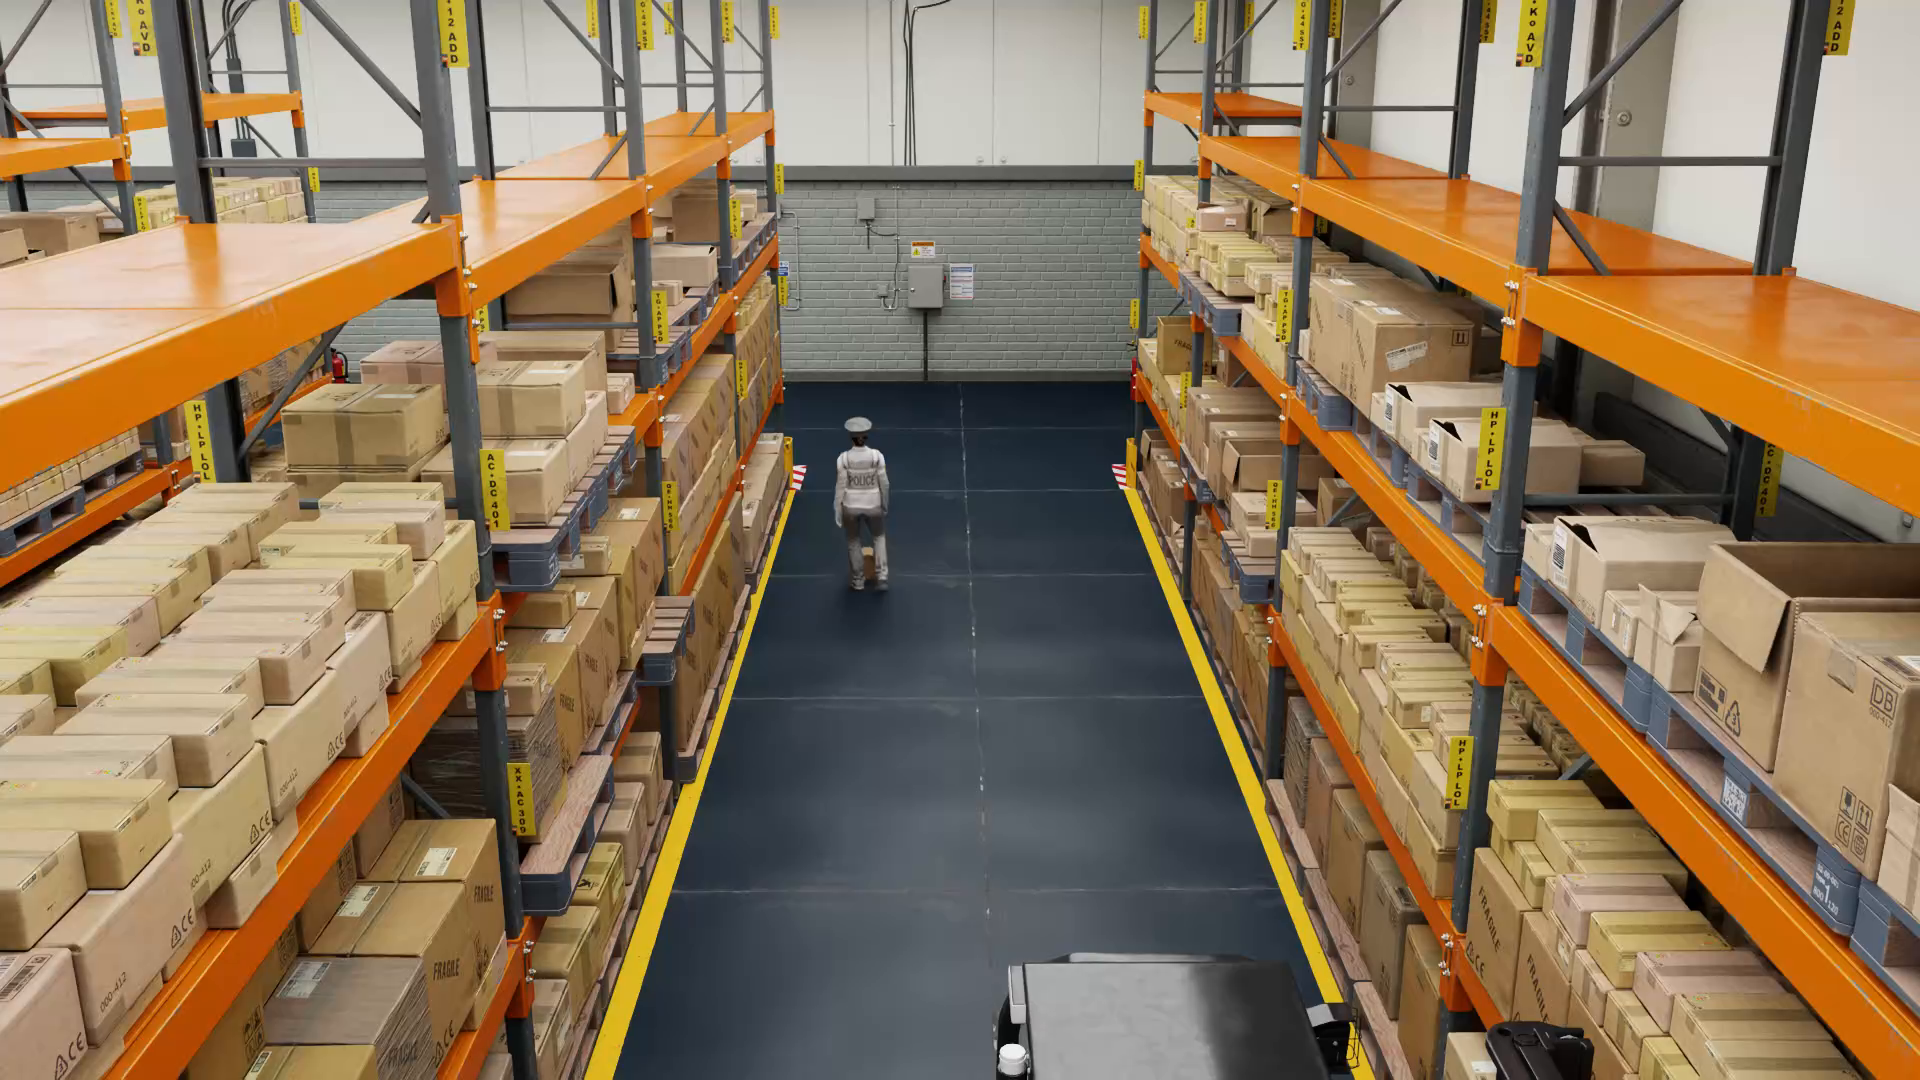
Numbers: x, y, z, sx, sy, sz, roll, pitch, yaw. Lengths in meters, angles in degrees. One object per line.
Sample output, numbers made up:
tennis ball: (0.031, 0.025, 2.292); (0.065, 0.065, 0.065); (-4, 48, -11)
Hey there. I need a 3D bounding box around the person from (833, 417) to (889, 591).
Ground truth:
person: (-0.900, -0.319, 15.102); (0.507, 1.648, 0.512); (-2, 17, -8)
